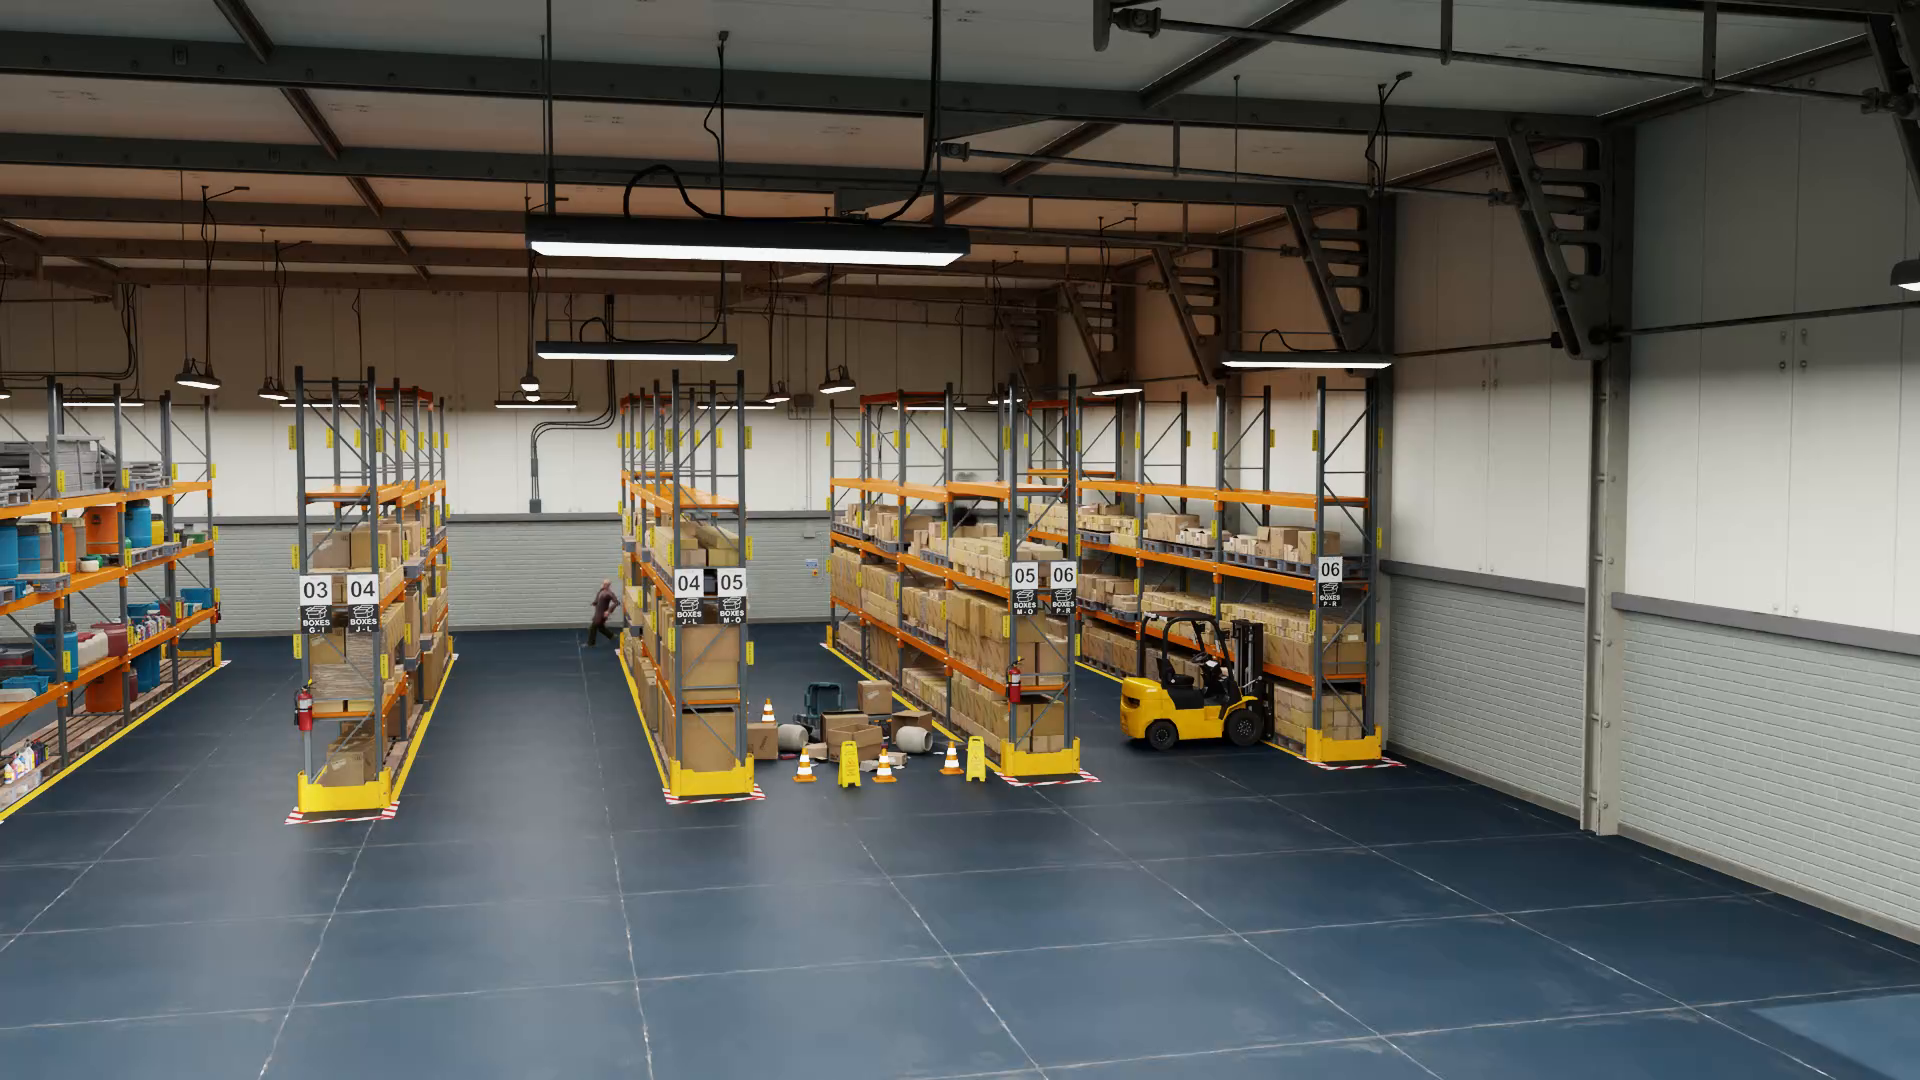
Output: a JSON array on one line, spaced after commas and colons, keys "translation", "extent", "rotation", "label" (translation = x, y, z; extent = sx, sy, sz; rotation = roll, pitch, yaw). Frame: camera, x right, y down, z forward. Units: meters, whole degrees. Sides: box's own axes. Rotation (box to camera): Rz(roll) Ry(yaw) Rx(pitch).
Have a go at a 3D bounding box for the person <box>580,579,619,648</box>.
[{"translation": [-8.705, 1.764, 40.094], "extent": [0.909, 1.679, 0.885], "rotation": [-1, 4, -18], "label": "person"}]
